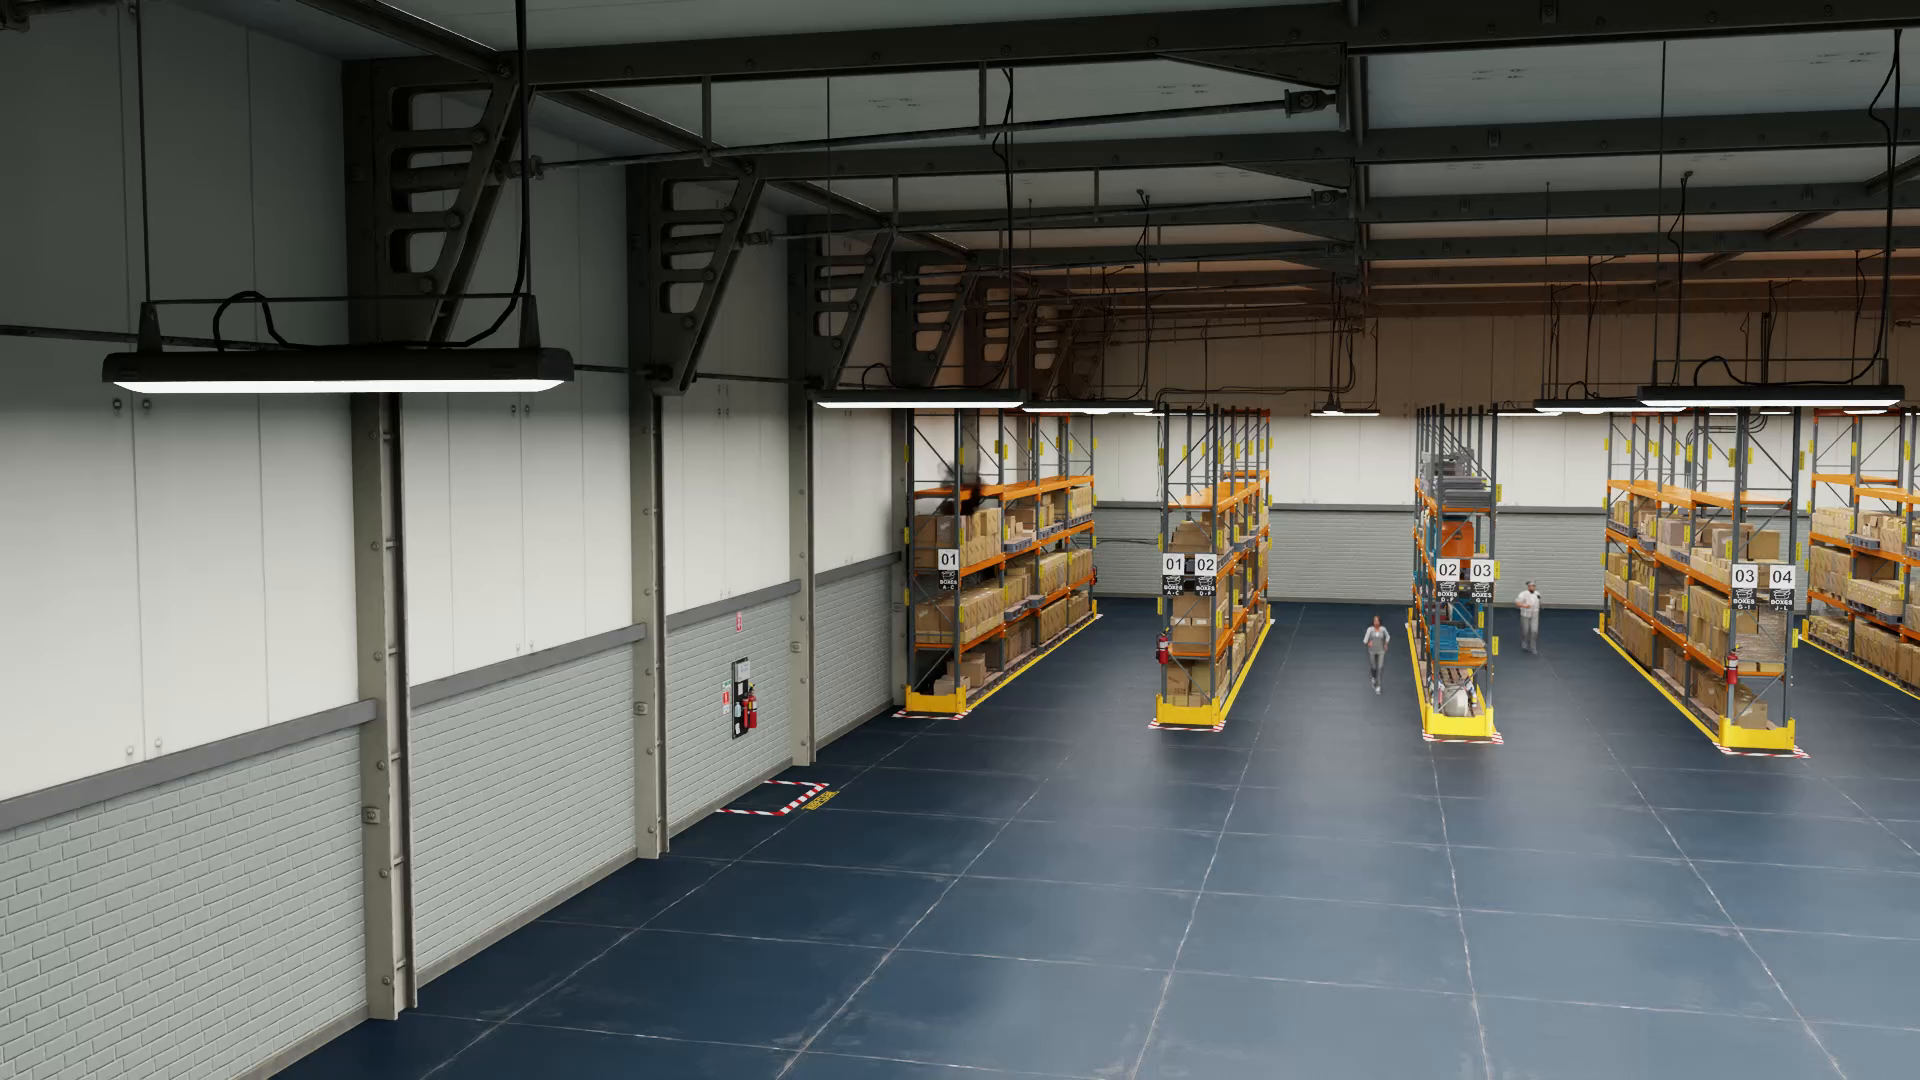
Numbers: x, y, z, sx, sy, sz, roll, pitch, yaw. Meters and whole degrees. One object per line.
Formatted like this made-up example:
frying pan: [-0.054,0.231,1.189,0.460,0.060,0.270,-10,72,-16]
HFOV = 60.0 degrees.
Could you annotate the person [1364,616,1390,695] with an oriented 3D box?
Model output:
person: [8.735,2.385,34.878,0.538,1.599,0.873,1,4,12]

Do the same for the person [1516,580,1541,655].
person: [13.945,1.871,40.770,0.645,1.806,0.910,0,4,2]

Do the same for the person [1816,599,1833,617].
person: [23.140,1.670,44.371,0.473,1.658,0.623,1,4,13]
